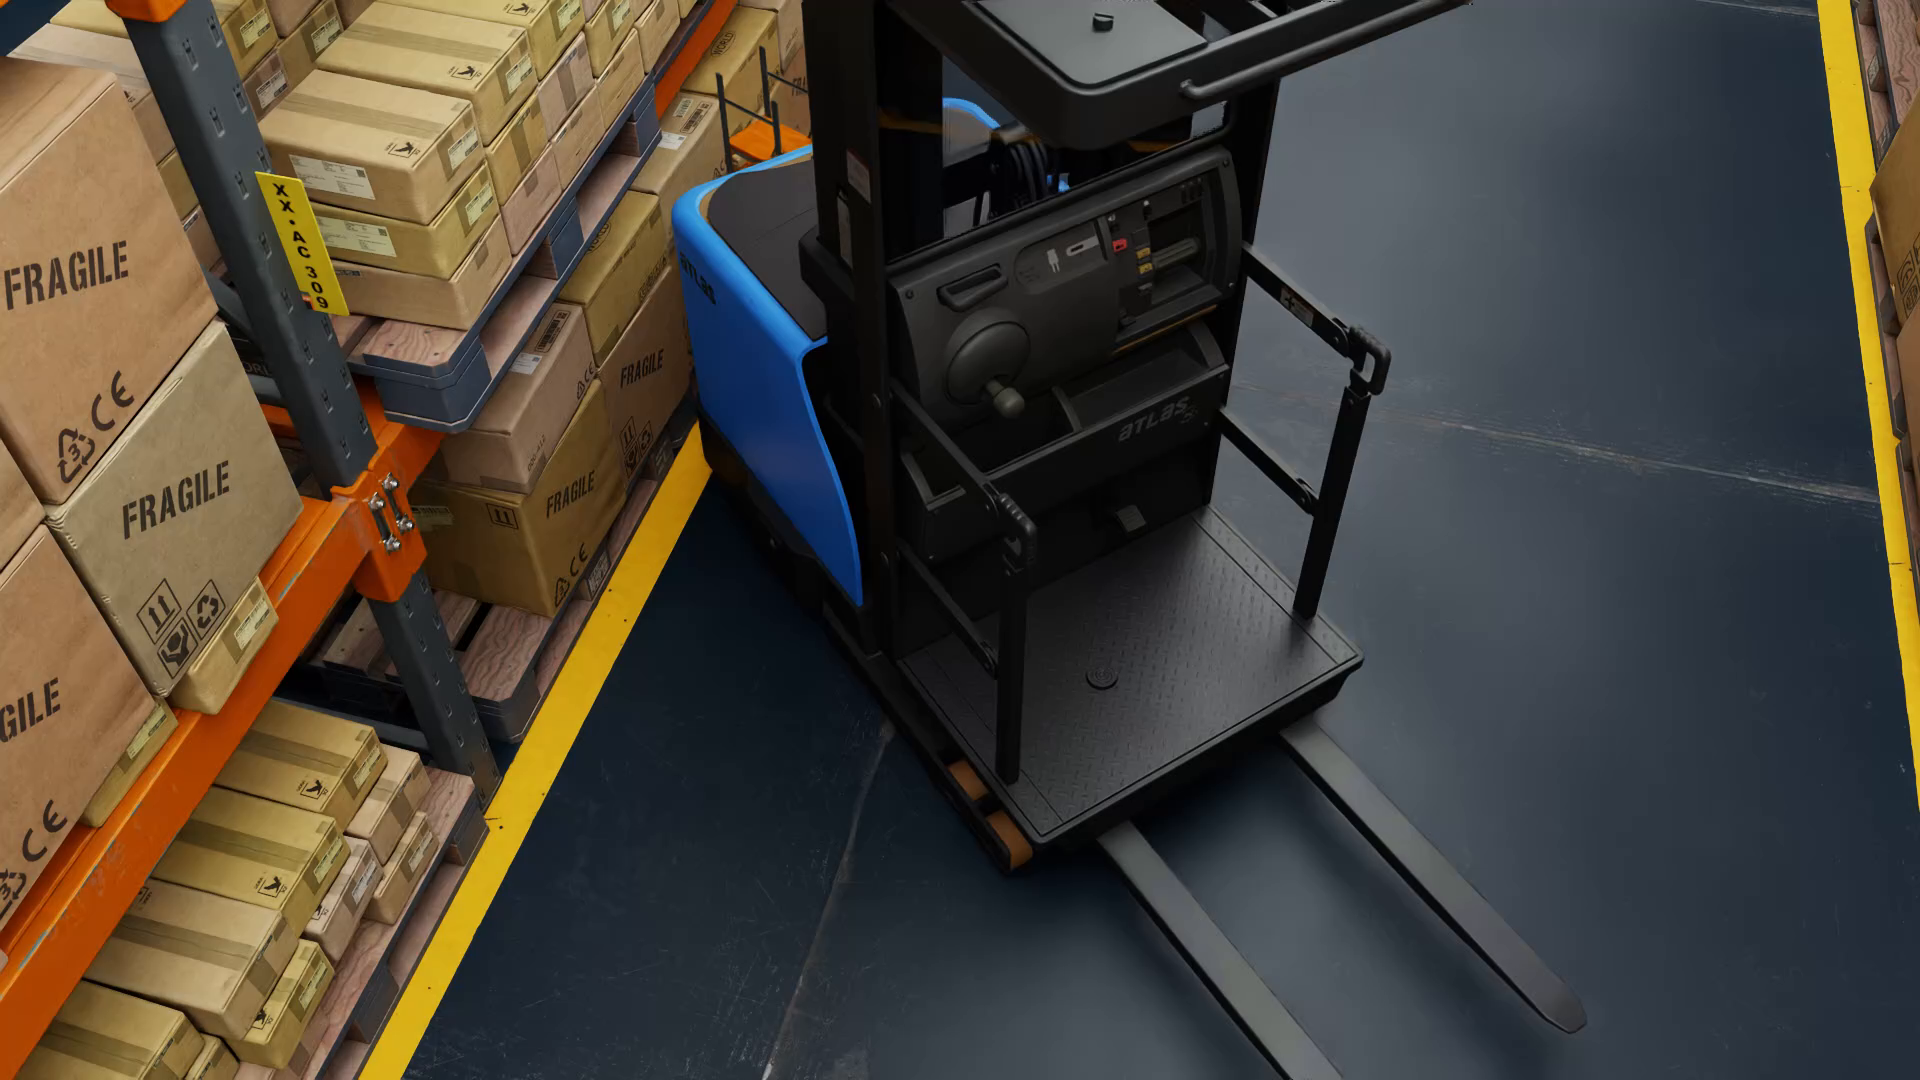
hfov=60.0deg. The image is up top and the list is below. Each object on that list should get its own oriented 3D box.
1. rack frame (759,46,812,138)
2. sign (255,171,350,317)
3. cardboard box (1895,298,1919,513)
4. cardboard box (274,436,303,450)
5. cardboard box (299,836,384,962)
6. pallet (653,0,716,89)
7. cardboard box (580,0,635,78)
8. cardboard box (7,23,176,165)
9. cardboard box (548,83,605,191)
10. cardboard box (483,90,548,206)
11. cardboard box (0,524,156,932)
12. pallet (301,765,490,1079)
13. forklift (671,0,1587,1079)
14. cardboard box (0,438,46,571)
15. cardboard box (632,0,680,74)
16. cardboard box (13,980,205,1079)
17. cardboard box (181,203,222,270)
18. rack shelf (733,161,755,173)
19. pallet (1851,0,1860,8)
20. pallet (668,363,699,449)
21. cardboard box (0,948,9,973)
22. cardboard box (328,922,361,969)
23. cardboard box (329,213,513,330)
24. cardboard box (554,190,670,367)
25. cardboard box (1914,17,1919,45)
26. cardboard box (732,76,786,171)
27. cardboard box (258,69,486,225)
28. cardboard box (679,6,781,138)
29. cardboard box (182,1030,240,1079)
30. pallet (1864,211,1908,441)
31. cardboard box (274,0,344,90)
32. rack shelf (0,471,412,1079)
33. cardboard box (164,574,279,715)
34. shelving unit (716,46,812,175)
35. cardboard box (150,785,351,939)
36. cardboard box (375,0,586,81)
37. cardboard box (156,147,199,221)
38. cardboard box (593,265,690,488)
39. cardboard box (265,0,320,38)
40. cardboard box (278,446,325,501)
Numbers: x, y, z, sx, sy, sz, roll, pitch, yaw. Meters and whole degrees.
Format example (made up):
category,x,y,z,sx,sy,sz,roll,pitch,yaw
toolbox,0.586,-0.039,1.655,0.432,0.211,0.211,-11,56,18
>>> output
category,x,y,z,sx,sy,sz,roll,pitch,yaw
rack frame,-0.508,-1.016,5.345,0.240,1.200,0.006,31,55,24
sign,-1.251,-0.559,3.165,0.100,0.325,0.005,12,50,10
cardboard box,3.591,-0.513,4.839,1.225,0.875,0.875,12,50,10
cardboard box,-1.825,-0.522,4.597,0.500,0.250,0.500,10,49,9
cardboard box,-1.612,0.821,3.948,0.380,0.149,0.250,9,49,8
pallet,-1.206,-1.764,4.934,1.003,0.211,1.213,12,50,10
cardboard box,-1.028,-1.285,4.073,0.380,0.149,0.250,10,49,8
cardboard box,-1.860,-0.955,3.583,0.380,0.149,0.250,14,50,12
cardboard box,-1.093,-1.006,4.024,0.380,0.149,0.250,12,50,10
cardboard box,-1.163,-0.910,3.742,0.380,0.149,0.250,11,49,9
cardboard box,-1.770,0.276,2.741,0.500,0.500,0.500,10,49,9
pallet,-1.920,1.042,4.190,1.003,0.211,1.213,12,50,10
forklift,0.390,-0.497,3.734,1.130,2.935,3.031,-26,53,-21
cardboard box,-1.771,-0.068,2.377,0.500,0.500,0.500,10,49,9
cardboard box,-0.959,-1.371,4.347,0.380,0.149,0.250,10,49,8
cardboard box,-1.851,1.089,3.513,0.380,0.149,0.250,13,50,11
cardboard box,-1.863,-0.756,3.804,0.380,0.149,0.250,11,49,9
rack shelf,-0.563,-1.092,5.151,0.258,0.103,0.180,31,55,24
pallet,4.564,-2.737,7.525,1.003,0.211,1.213,12,50,10
pallet,-1.254,-0.900,5.903,1.003,0.211,1.213,12,50,10
cardboard box,-1.851,0.735,2.768,0.380,0.149,0.250,10,49,8
cardboard box,-1.701,0.953,4.030,0.380,0.149,0.250,13,50,11
cardboard box,-1.230,-0.624,3.687,0.380,0.149,0.250,9,49,8
cardboard box,-1.190,-0.802,4.844,0.500,0.250,0.500,13,50,11
cardboard box,4.191,-2.022,6.408,0.700,0.500,0.500,9,49,8
cardboard box,-0.909,-1.291,5.776,0.500,0.500,0.500,10,49,8
cardboard box,-1.230,-0.821,3.464,0.380,0.149,0.250,14,50,12
cardboard box,-0.923,-1.549,5.503,0.500,0.250,0.500,13,50,11
cardboard box,-1.827,1.180,3.631,0.380,0.149,0.250,12,50,10
pallet,3.754,-0.737,5.760,1.003,0.211,1.213,12,50,10
cardboard box,-1.726,-1.225,4.019,0.380,0.149,0.250,14,50,12
rack shelf,-2.303,1.311,2.572,1.077,0.370,4.000,12,50,10
cardboard box,-1.589,0.170,3.267,0.380,0.149,0.250,10,49,9
shelving unit,-0.565,-0.962,5.297,0.258,1.200,0.189,31,55,24
cardboard box,-1.648,0.735,3.825,0.380,0.149,0.250,12,50,11
cardboard box,-1.092,-1.208,3.807,0.380,0.149,0.250,12,50,10
cardboard box,-1.863,-0.855,3.693,0.380,0.149,0.250,13,50,11
cardboard box,-1.189,-0.551,5.123,0.500,0.500,0.500,14,50,12
cardboard box,-1.720,-1.336,3.919,0.380,0.149,0.250,10,49,9
cardboard box,-1.825,-0.271,4.875,0.500,0.500,0.500,11,49,9
